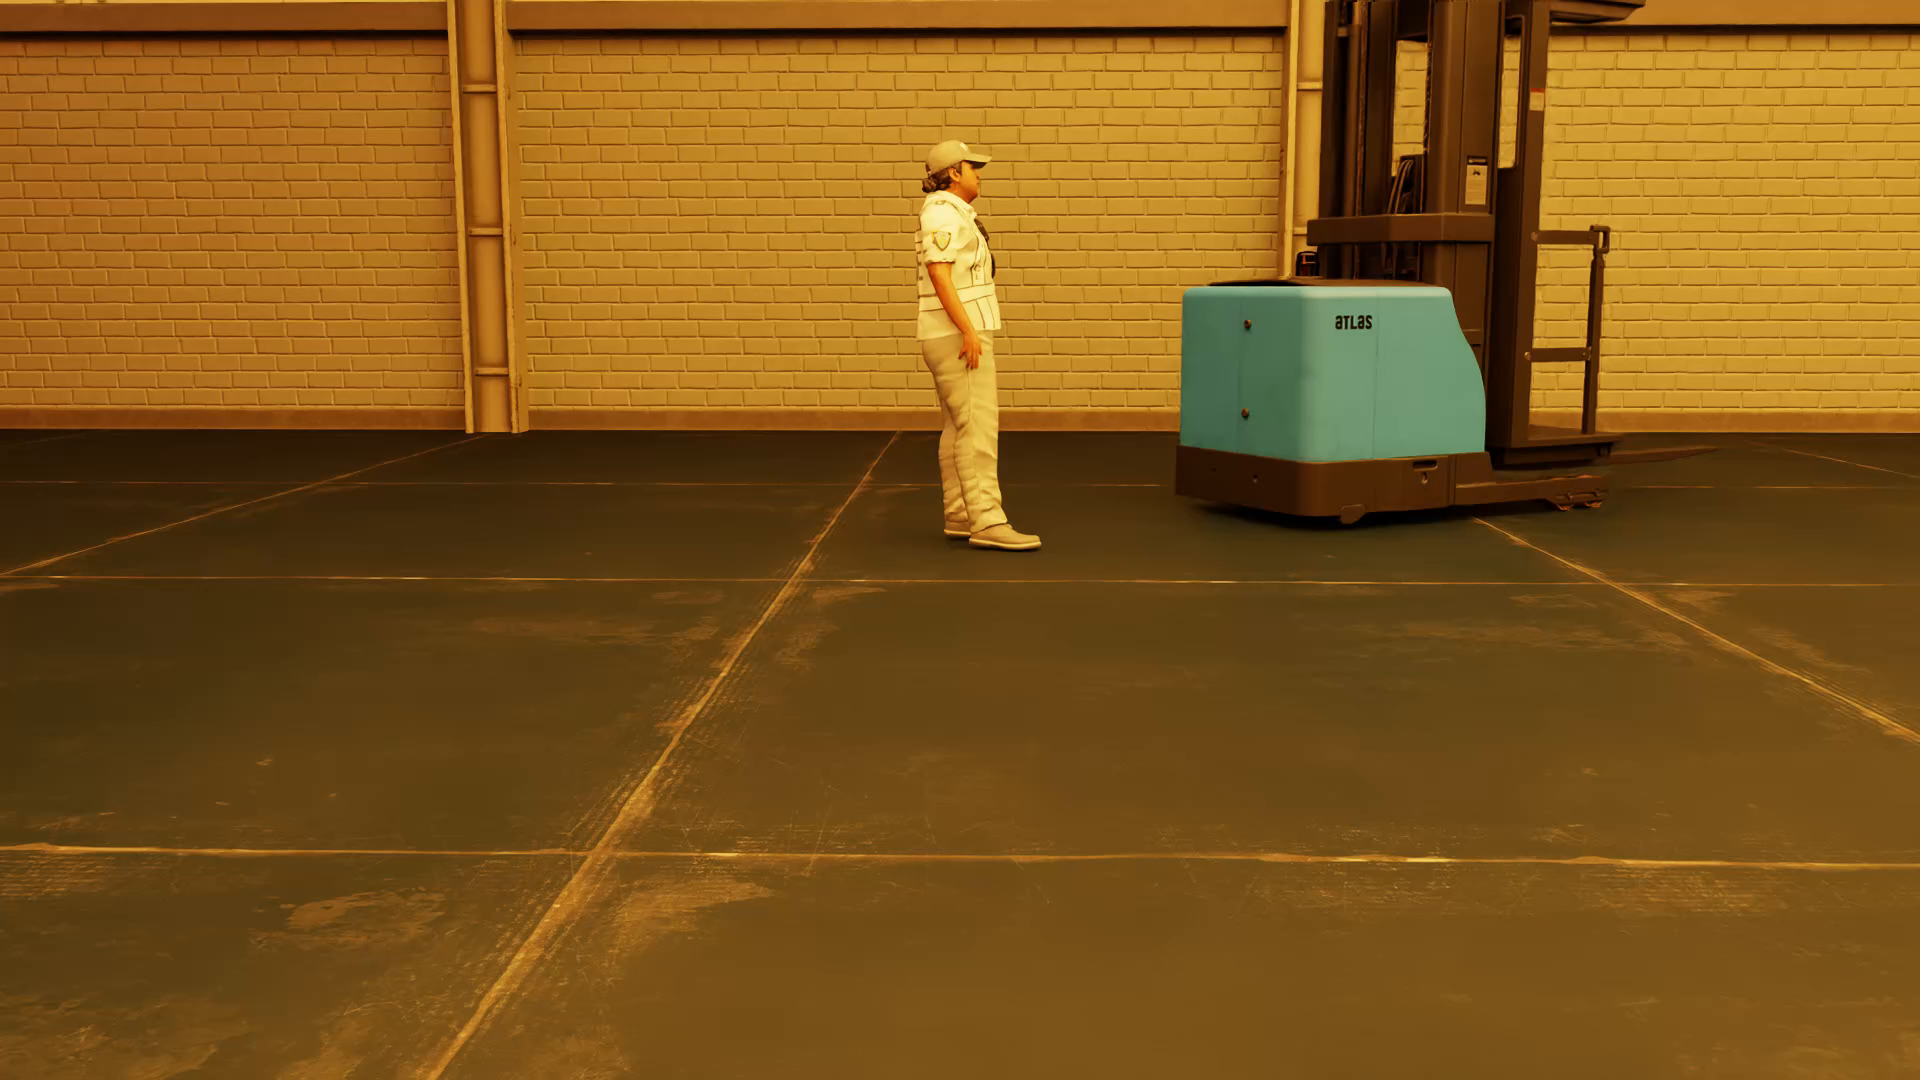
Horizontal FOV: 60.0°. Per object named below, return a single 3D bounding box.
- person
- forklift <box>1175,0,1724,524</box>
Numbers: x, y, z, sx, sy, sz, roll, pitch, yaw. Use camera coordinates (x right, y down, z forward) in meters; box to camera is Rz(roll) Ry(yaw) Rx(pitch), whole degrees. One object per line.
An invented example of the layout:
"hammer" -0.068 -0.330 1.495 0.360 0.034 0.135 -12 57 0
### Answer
"person" 0.076 -0.827 6.976 0.529 1.670 0.598 0 9 1
"forklift" 2.595 -1.654 8.248 3.031 2.935 1.130 -5 10 -29
